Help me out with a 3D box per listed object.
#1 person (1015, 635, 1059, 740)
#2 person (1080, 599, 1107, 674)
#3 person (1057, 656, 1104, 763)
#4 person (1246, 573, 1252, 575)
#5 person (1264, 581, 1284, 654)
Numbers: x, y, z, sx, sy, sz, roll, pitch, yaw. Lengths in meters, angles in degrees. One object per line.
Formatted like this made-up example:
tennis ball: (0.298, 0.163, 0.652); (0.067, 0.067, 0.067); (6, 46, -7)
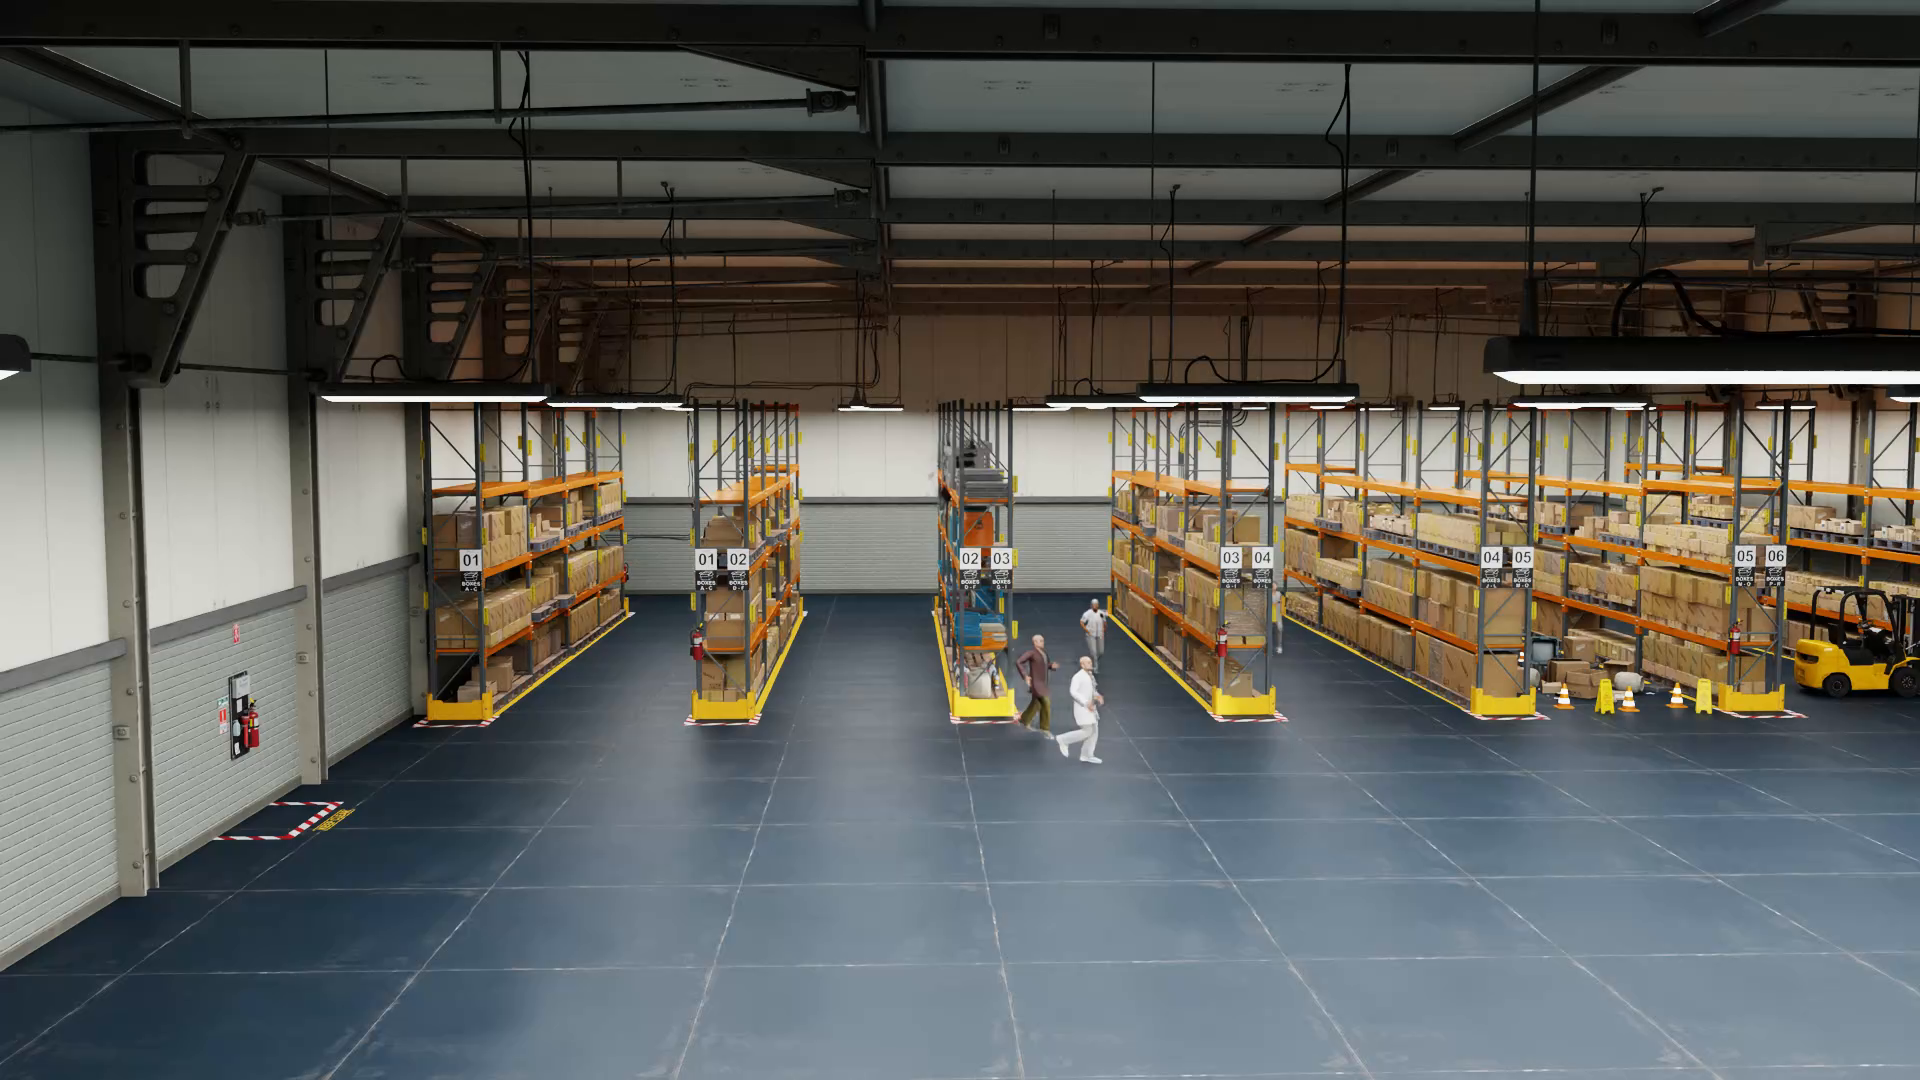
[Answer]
person: (1.367, 2.596, 29.448); (0.863, 1.846, 0.673); (2, 5, 28)
person: (2.958, 2.119, 36.760); (0.614, 1.638, 0.578); (-1, 4, -13)
person: (2.001, 2.781, 27.391); (0.735, 1.758, 0.712); (2, 5, 25)
person: (8.161, 1.231, 47.977); (0.697, 1.713, 0.538); (3, 5, 35)
person: (7.551, 1.835, 40.064); (0.540, 1.716, 0.826); (-1, 4, -7)
